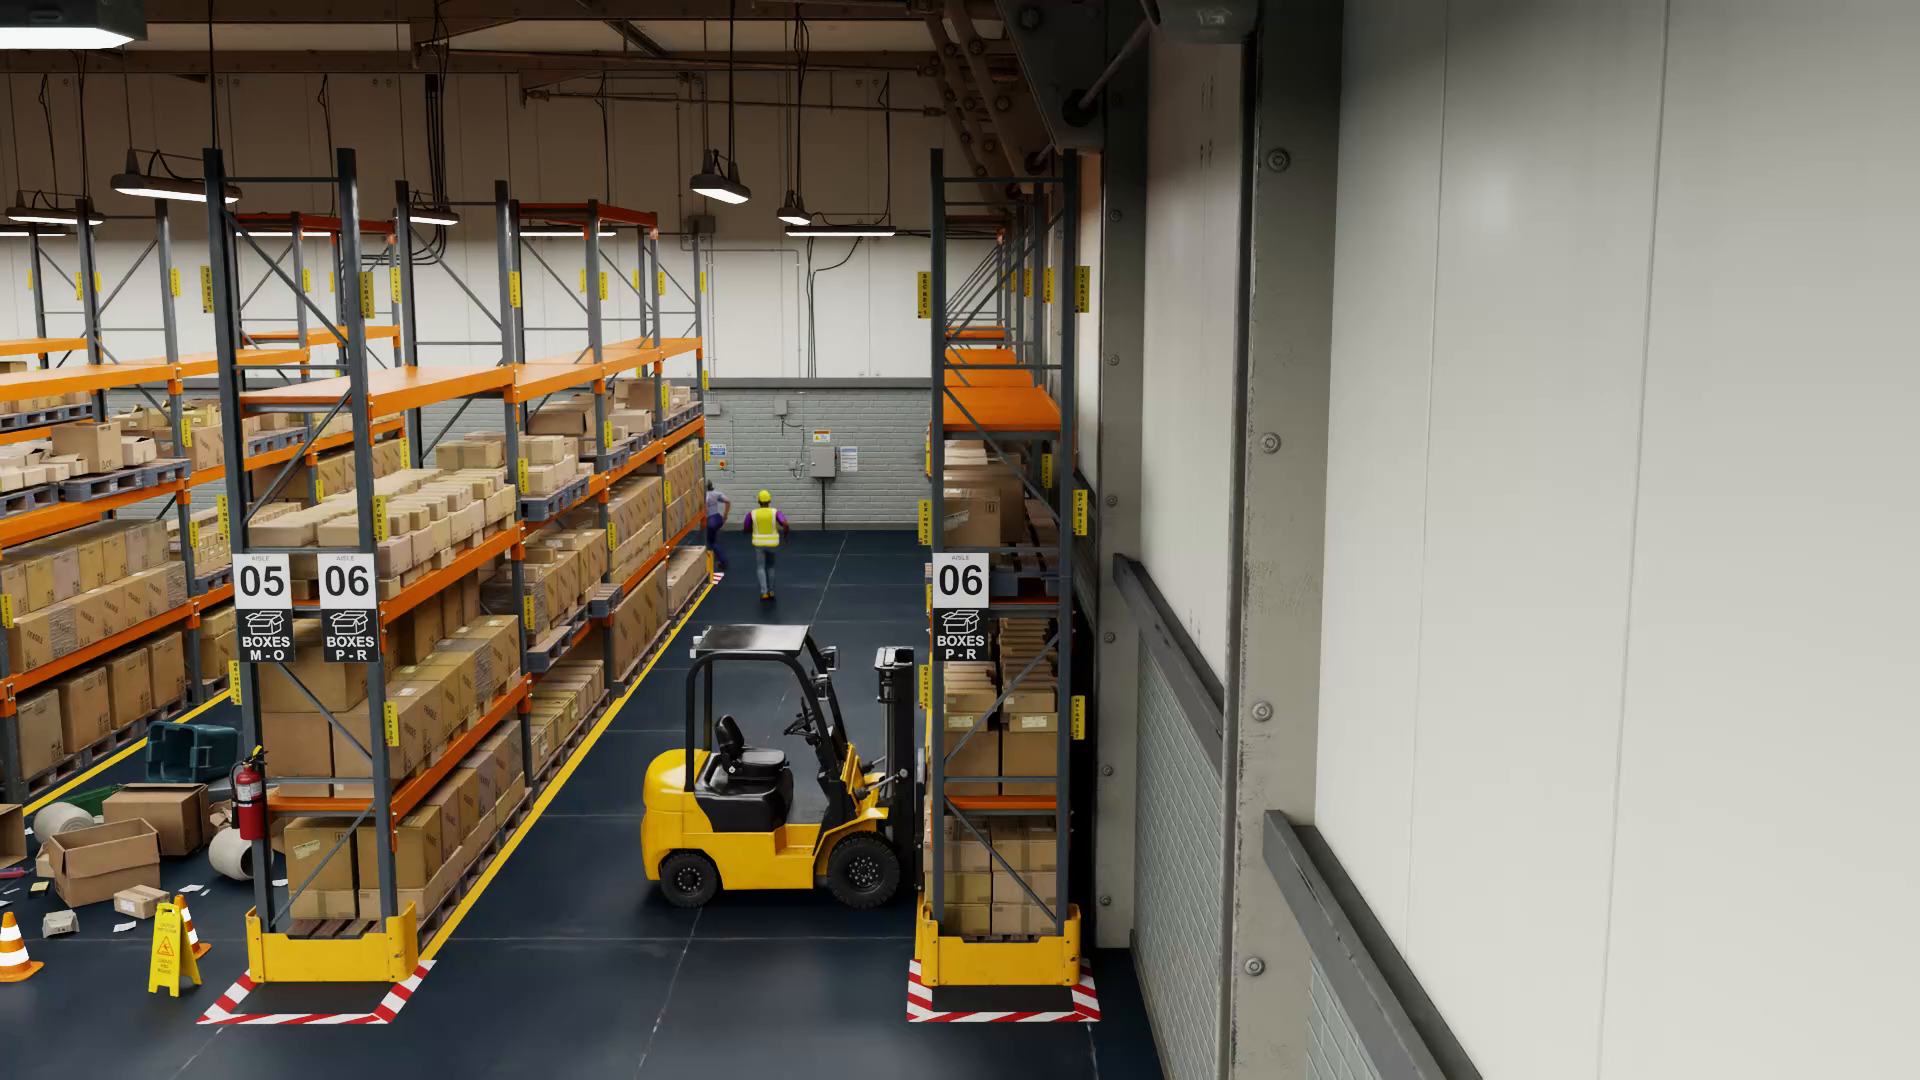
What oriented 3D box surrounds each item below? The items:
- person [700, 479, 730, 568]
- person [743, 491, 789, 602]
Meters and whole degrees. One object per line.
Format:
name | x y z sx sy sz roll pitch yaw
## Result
person | -4.406 -0.293 29.211 0.630 1.586 0.614 6 11 31
person | -3.047 0.113 26.071 0.685 1.797 0.903 -2 9 -13
